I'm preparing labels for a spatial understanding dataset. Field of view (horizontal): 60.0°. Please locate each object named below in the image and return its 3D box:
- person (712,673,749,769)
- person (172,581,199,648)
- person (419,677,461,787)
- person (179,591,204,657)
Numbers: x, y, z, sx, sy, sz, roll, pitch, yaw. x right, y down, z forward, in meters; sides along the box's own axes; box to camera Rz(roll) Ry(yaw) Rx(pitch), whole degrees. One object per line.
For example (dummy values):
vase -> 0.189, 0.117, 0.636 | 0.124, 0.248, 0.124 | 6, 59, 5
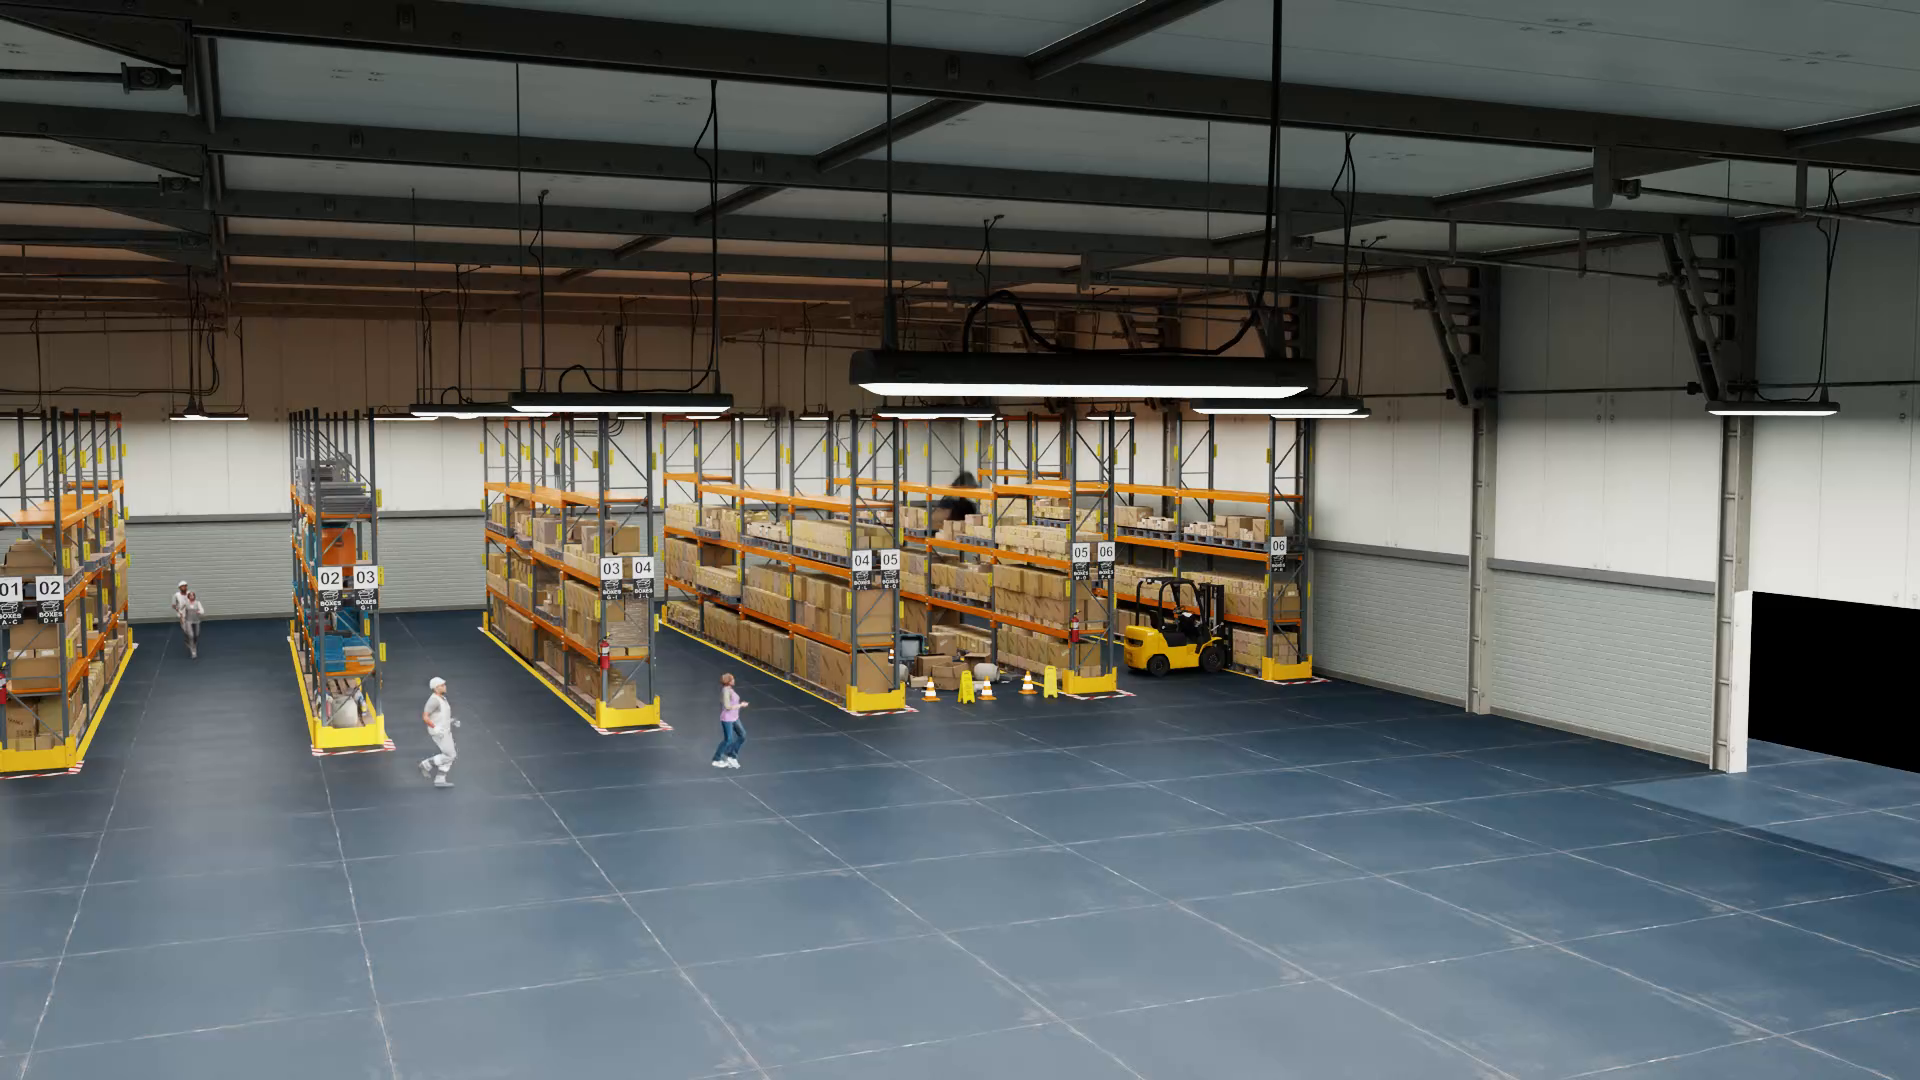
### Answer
person -> -3.786, 3.001, 27.500 | 0.640, 1.618, 0.514 | 1, 4, 7
person -> -19.589, 1.898, 42.121 | 0.656, 1.717, 0.571 | -3, 5, -35
person -> -8.191, 3.024, 26.159 | 0.600, 1.737, 0.658 | 0, 4, -2
person -> -18.842, 2.048, 40.806 | 0.536, 1.584, 0.894 | -3, 5, -35
